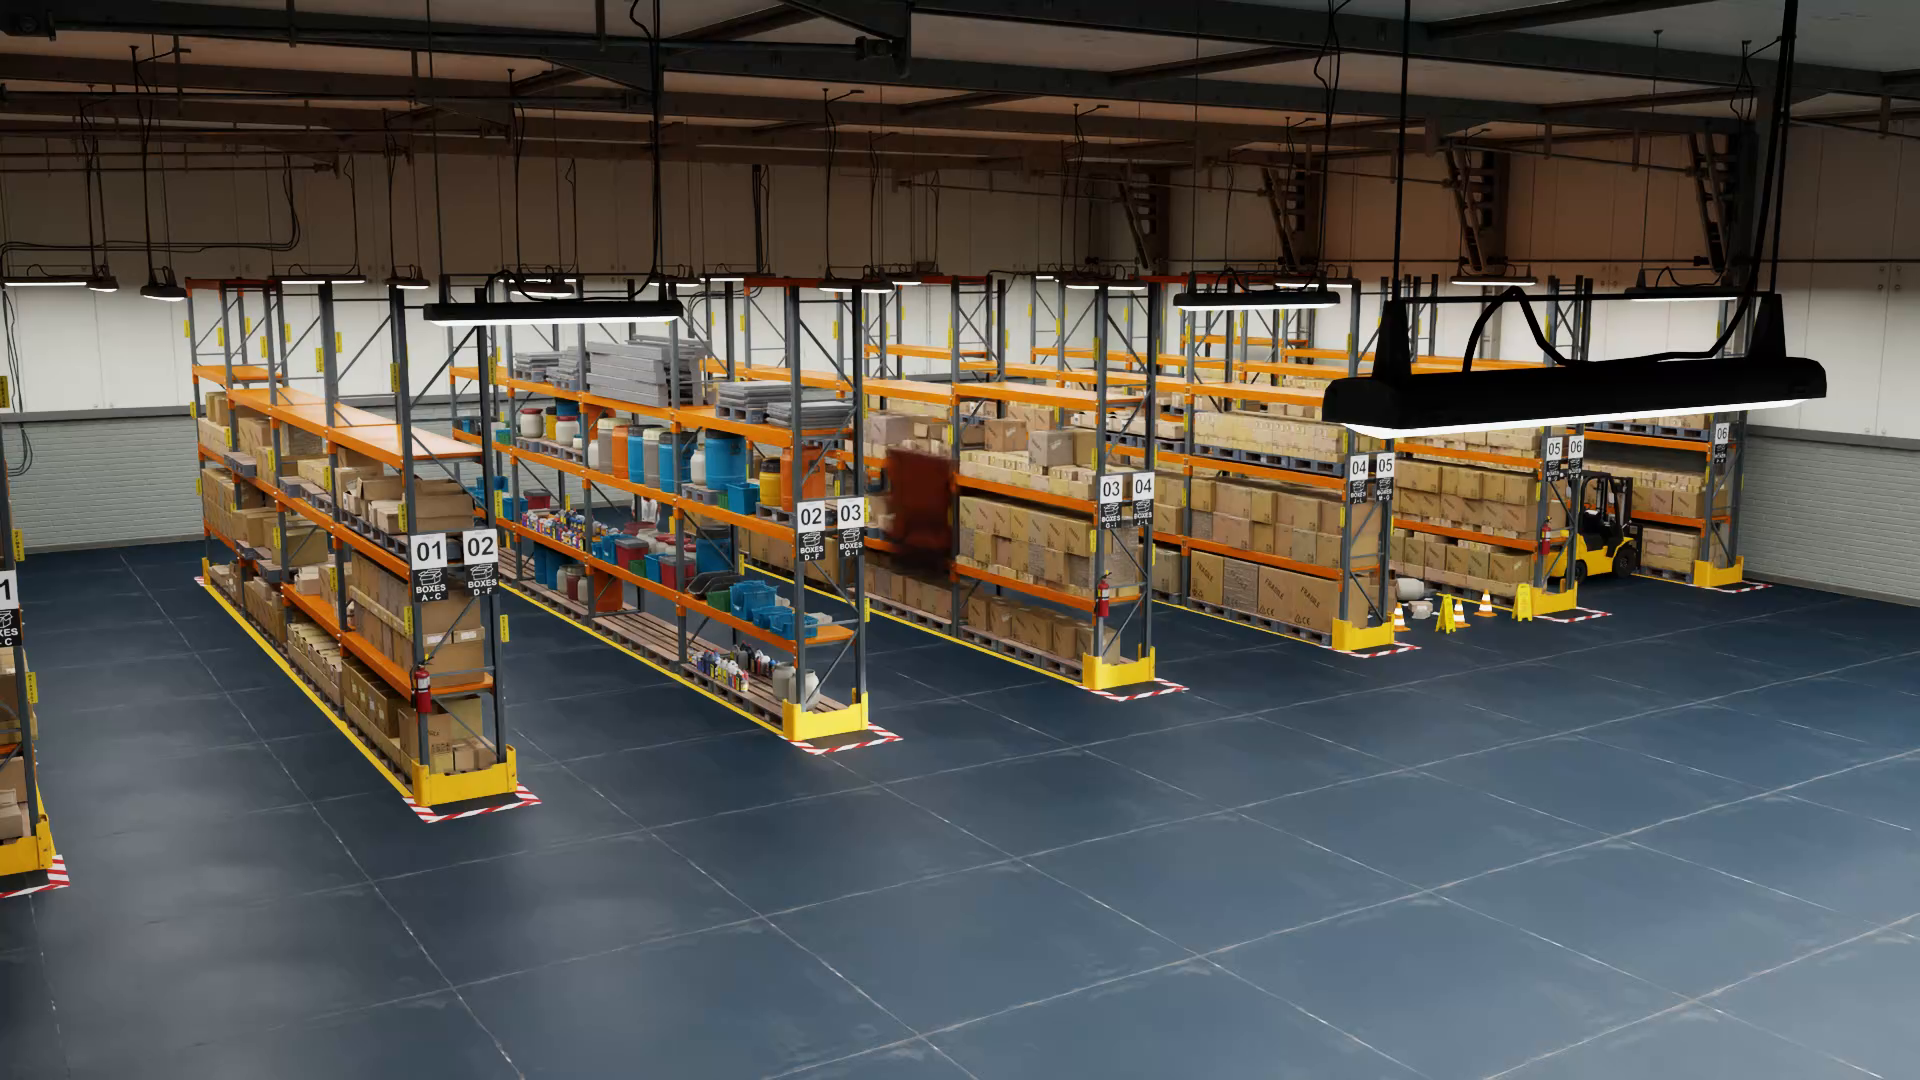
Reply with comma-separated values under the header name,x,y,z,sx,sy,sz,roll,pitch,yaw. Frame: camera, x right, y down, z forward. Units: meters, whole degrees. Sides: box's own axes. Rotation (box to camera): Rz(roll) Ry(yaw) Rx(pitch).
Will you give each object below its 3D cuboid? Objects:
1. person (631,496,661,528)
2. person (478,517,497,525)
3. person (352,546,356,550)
name,x,y,z,sx,sy,sz,roll,pitch,yaw
person,-6.634,-0.370,35.191,0.698,1.676,0.678,-4,10,-24
person,-10.790,-0.863,38.126,0.478,1.630,0.610,3,10,18
person,-13.467,-0.639,36.823,0.508,1.616,1.021,-6,12,-34
